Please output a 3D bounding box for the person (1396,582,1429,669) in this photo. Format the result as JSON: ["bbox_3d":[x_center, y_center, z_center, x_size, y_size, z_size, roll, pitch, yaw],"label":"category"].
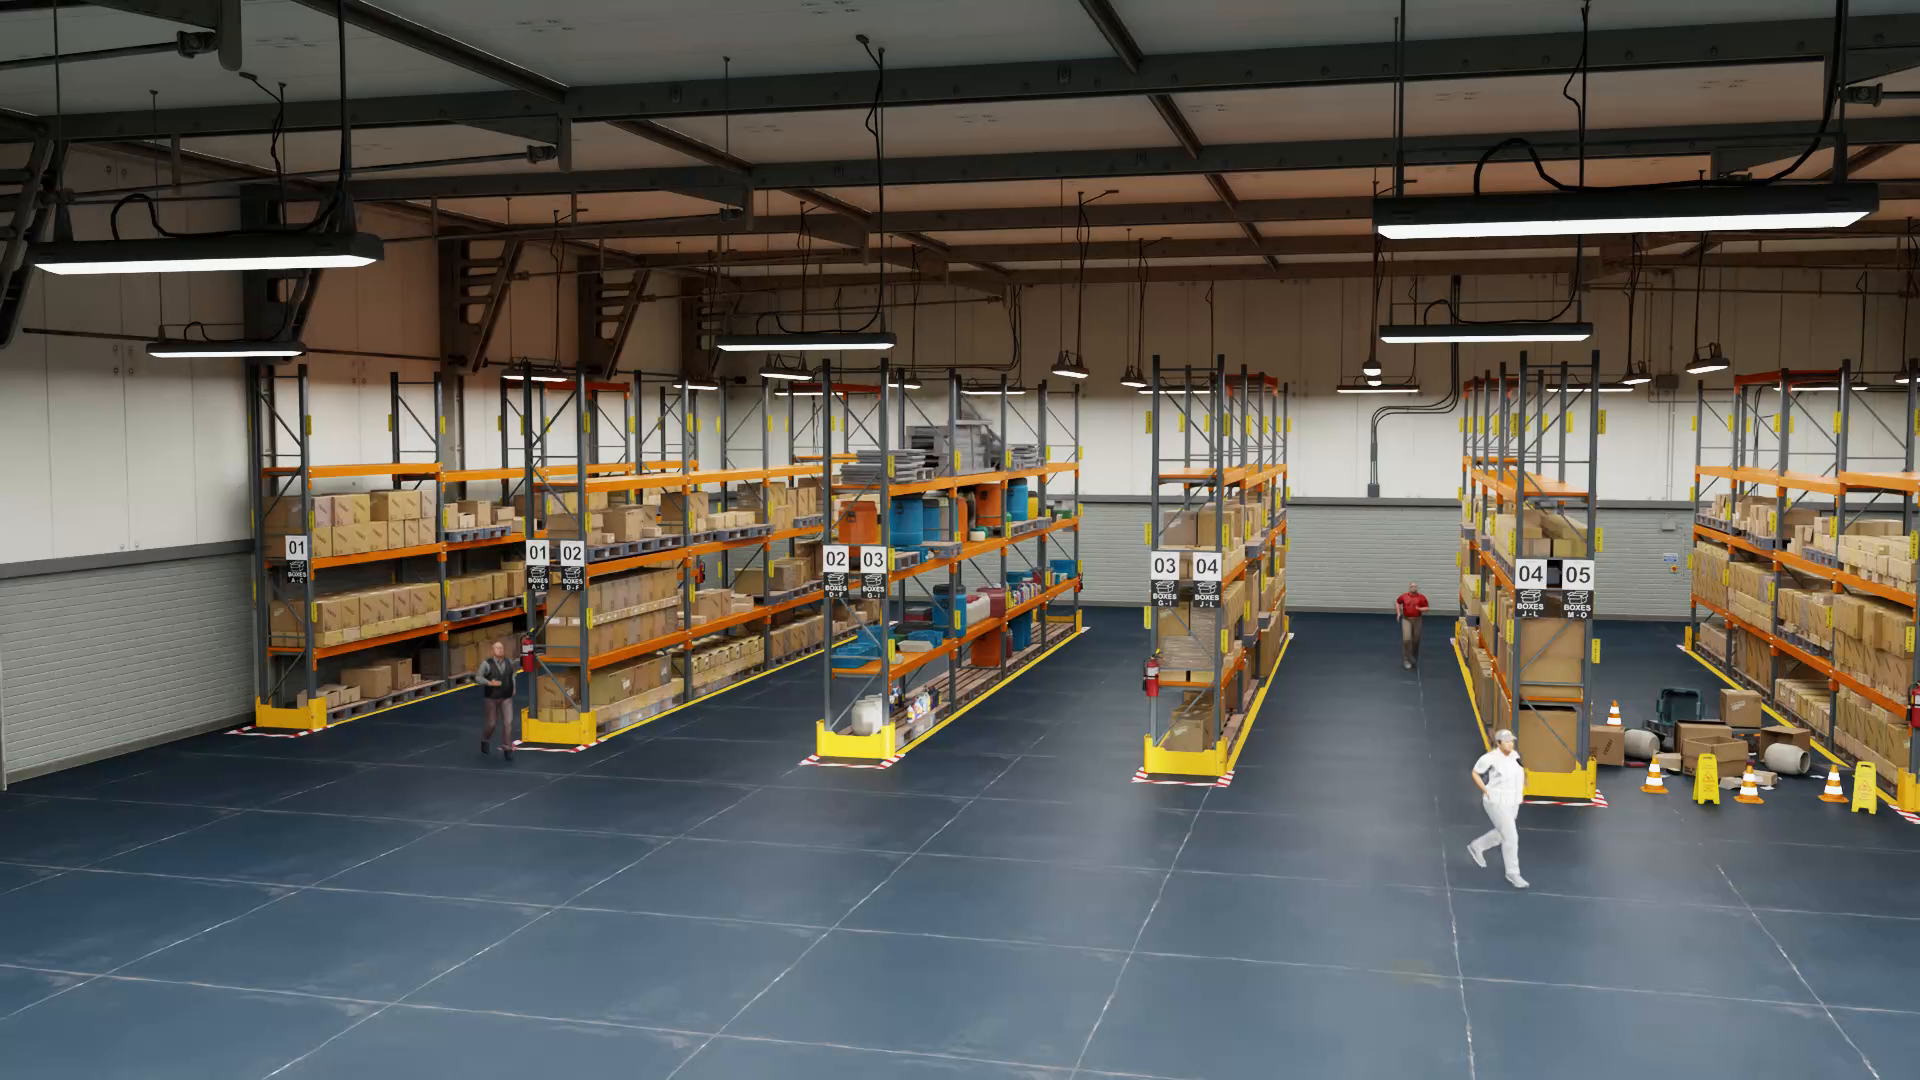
[{"bbox_3d":[9.397,1.756,34.549,0.640,1.788,0.837,1,4,9],"label":"person"}]

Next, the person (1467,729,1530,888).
[{"bbox_3d":[5.976,2.914,18.346,0.593,1.685,0.848,-3,5,-33],"label":"person"}]

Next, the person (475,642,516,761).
[{"bbox_3d":[-6.944,2.404,25.007,0.671,1.733,0.875,-2,5,-31],"label":"person"}]
